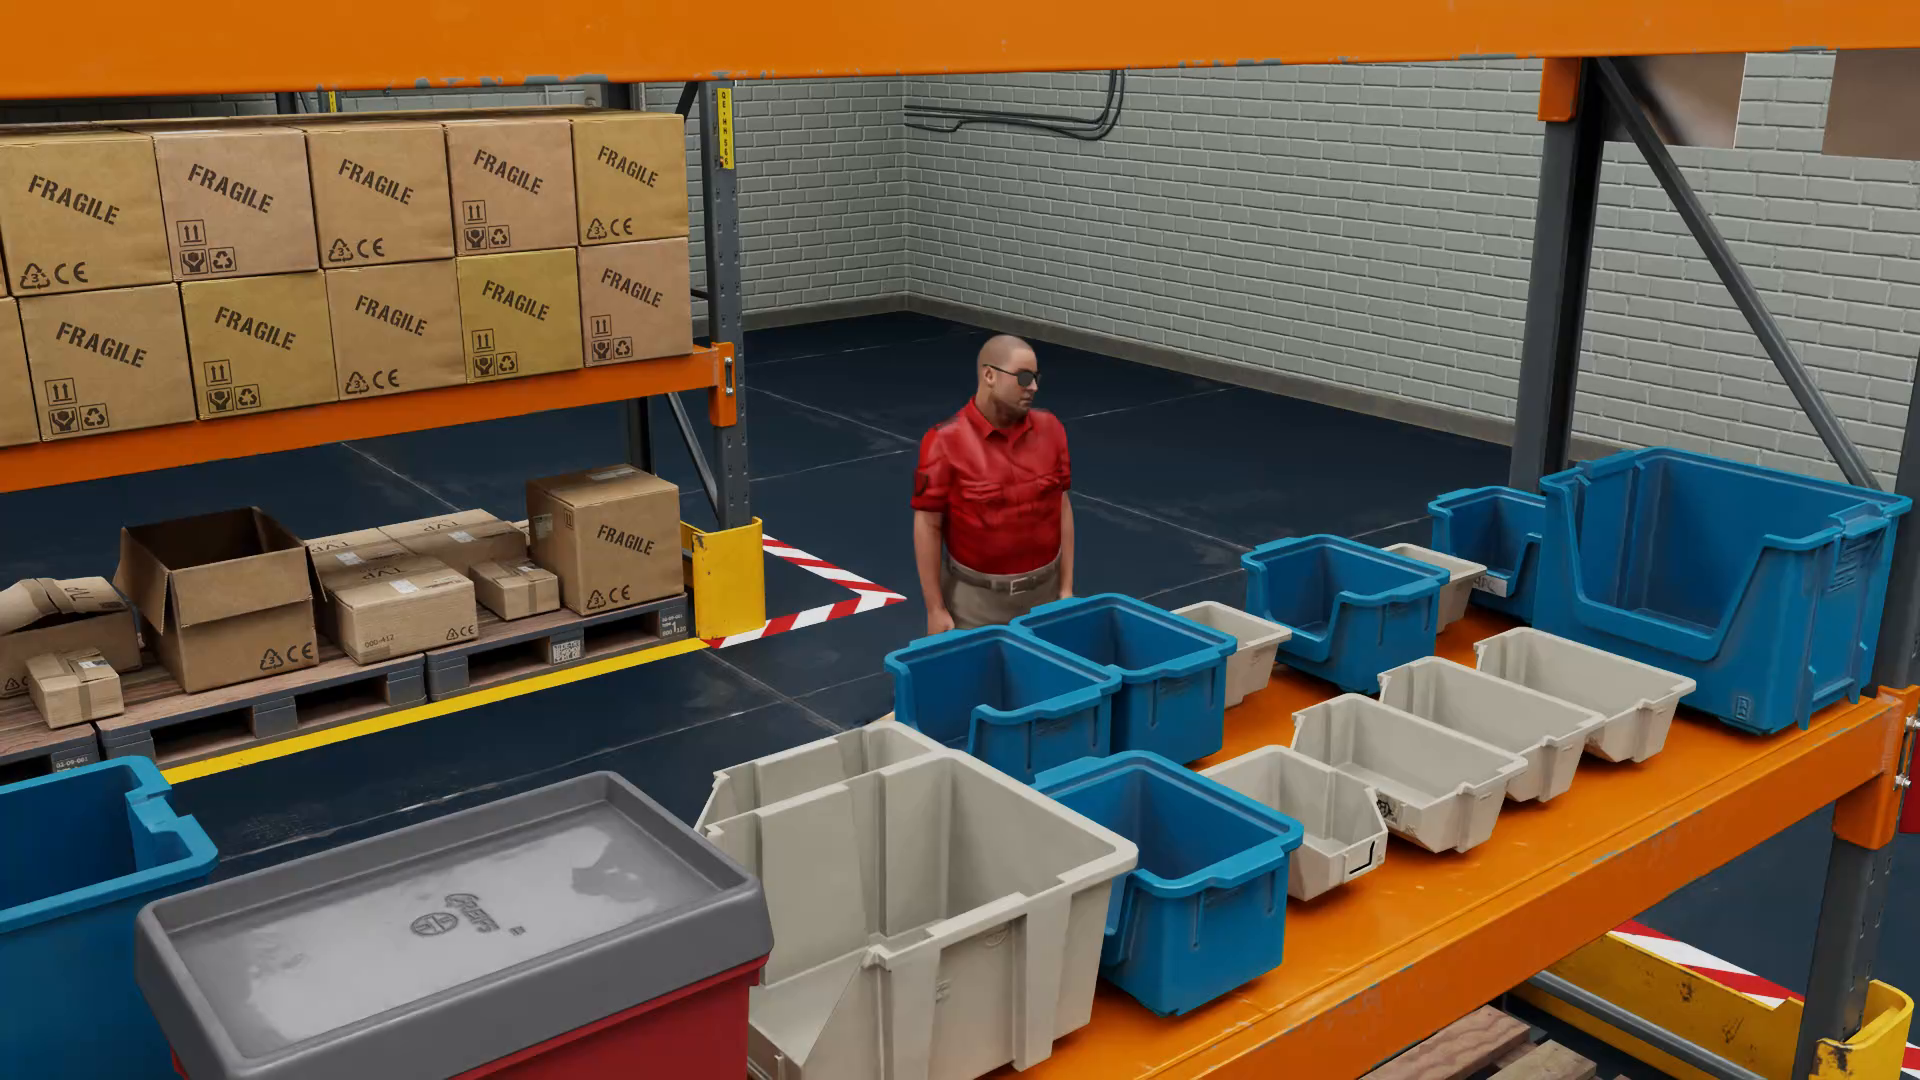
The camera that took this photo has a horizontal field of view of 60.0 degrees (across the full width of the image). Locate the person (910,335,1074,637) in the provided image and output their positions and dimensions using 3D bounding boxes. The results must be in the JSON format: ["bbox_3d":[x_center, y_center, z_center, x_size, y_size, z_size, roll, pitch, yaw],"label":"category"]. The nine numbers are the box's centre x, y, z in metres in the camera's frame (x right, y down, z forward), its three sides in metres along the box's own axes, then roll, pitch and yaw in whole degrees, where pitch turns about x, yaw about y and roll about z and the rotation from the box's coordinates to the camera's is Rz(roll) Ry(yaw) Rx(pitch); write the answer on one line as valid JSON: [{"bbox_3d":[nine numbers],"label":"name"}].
[{"bbox_3d":[0.124,0.220,5.307,0.580,1.735,0.514,-8,19,-23],"label":"person"}]
